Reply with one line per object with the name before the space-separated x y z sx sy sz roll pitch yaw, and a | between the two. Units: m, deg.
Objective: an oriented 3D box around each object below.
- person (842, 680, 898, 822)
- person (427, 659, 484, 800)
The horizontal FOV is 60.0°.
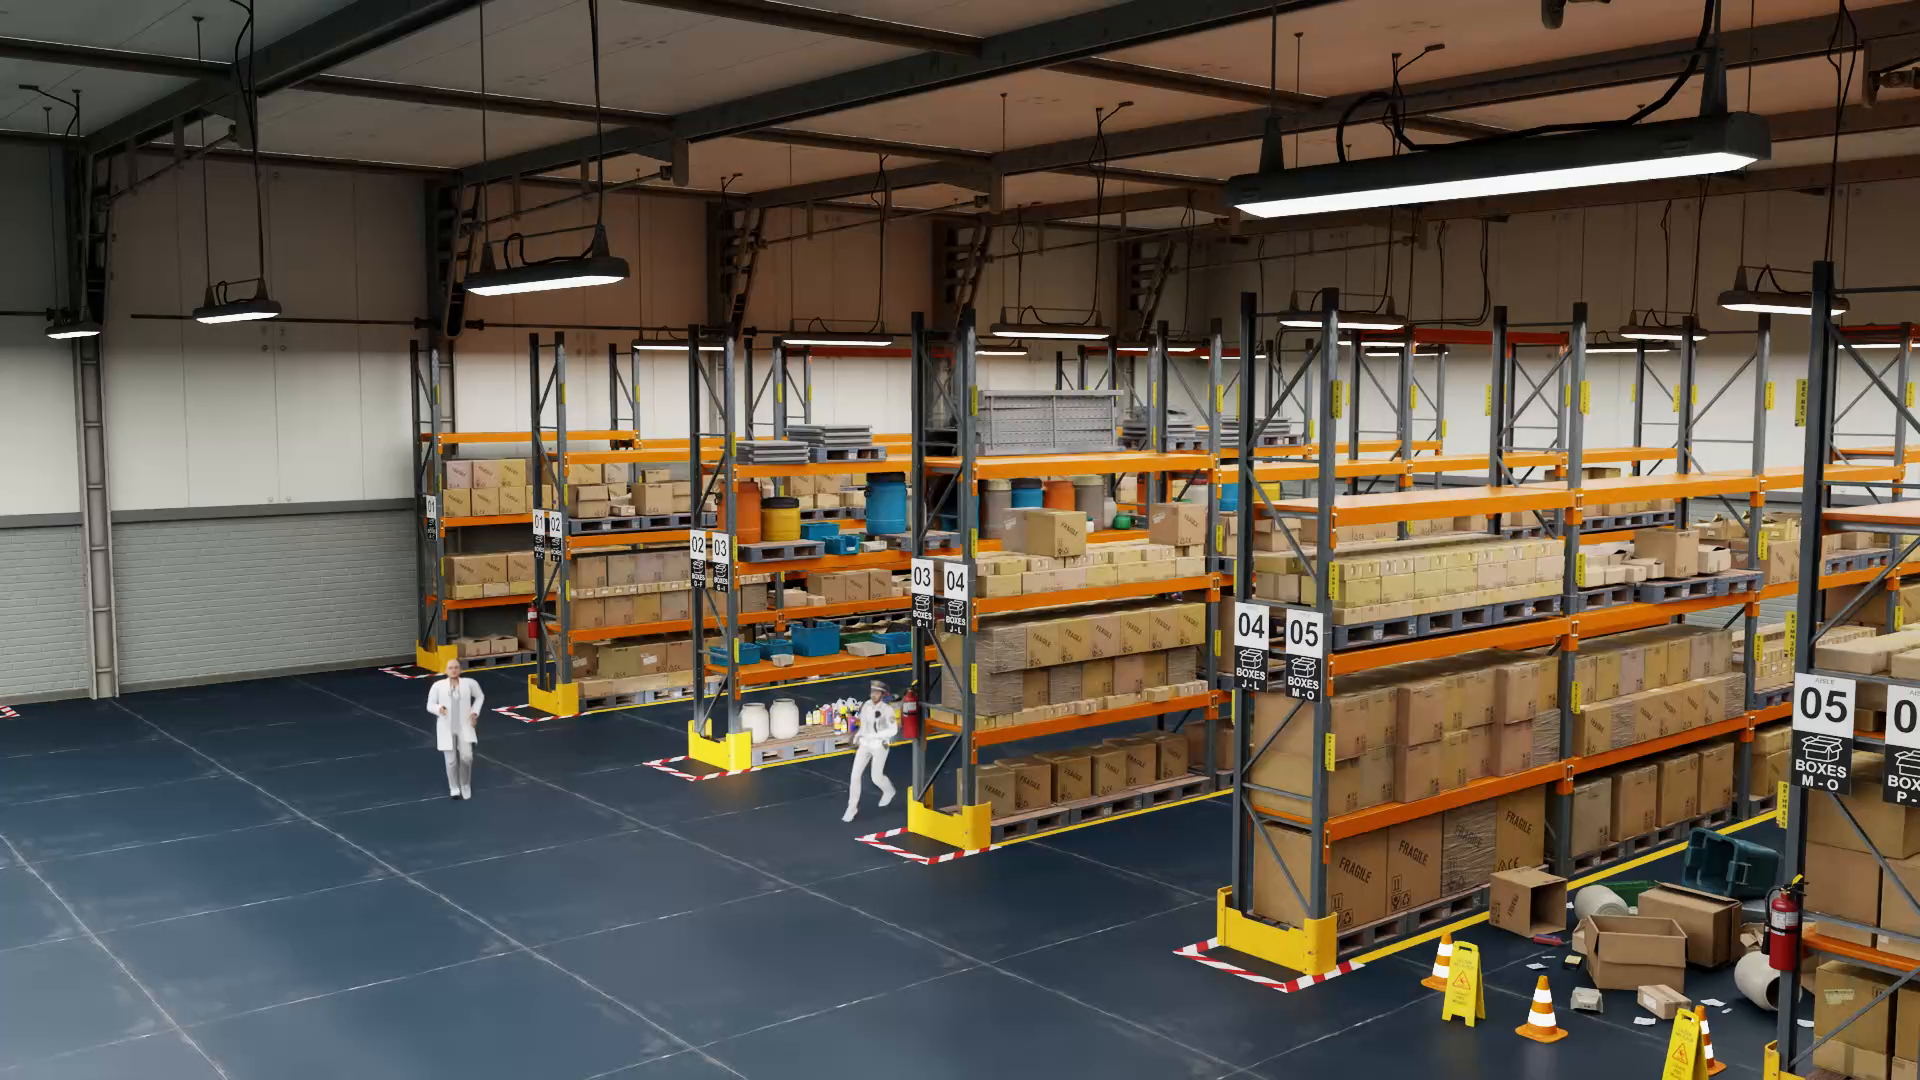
person | -1.001 2.502 19.951 0.638 1.701 0.856 4 6 34
person | -6.269 2.377 20.714 0.691 1.776 0.695 -2 6 -17
